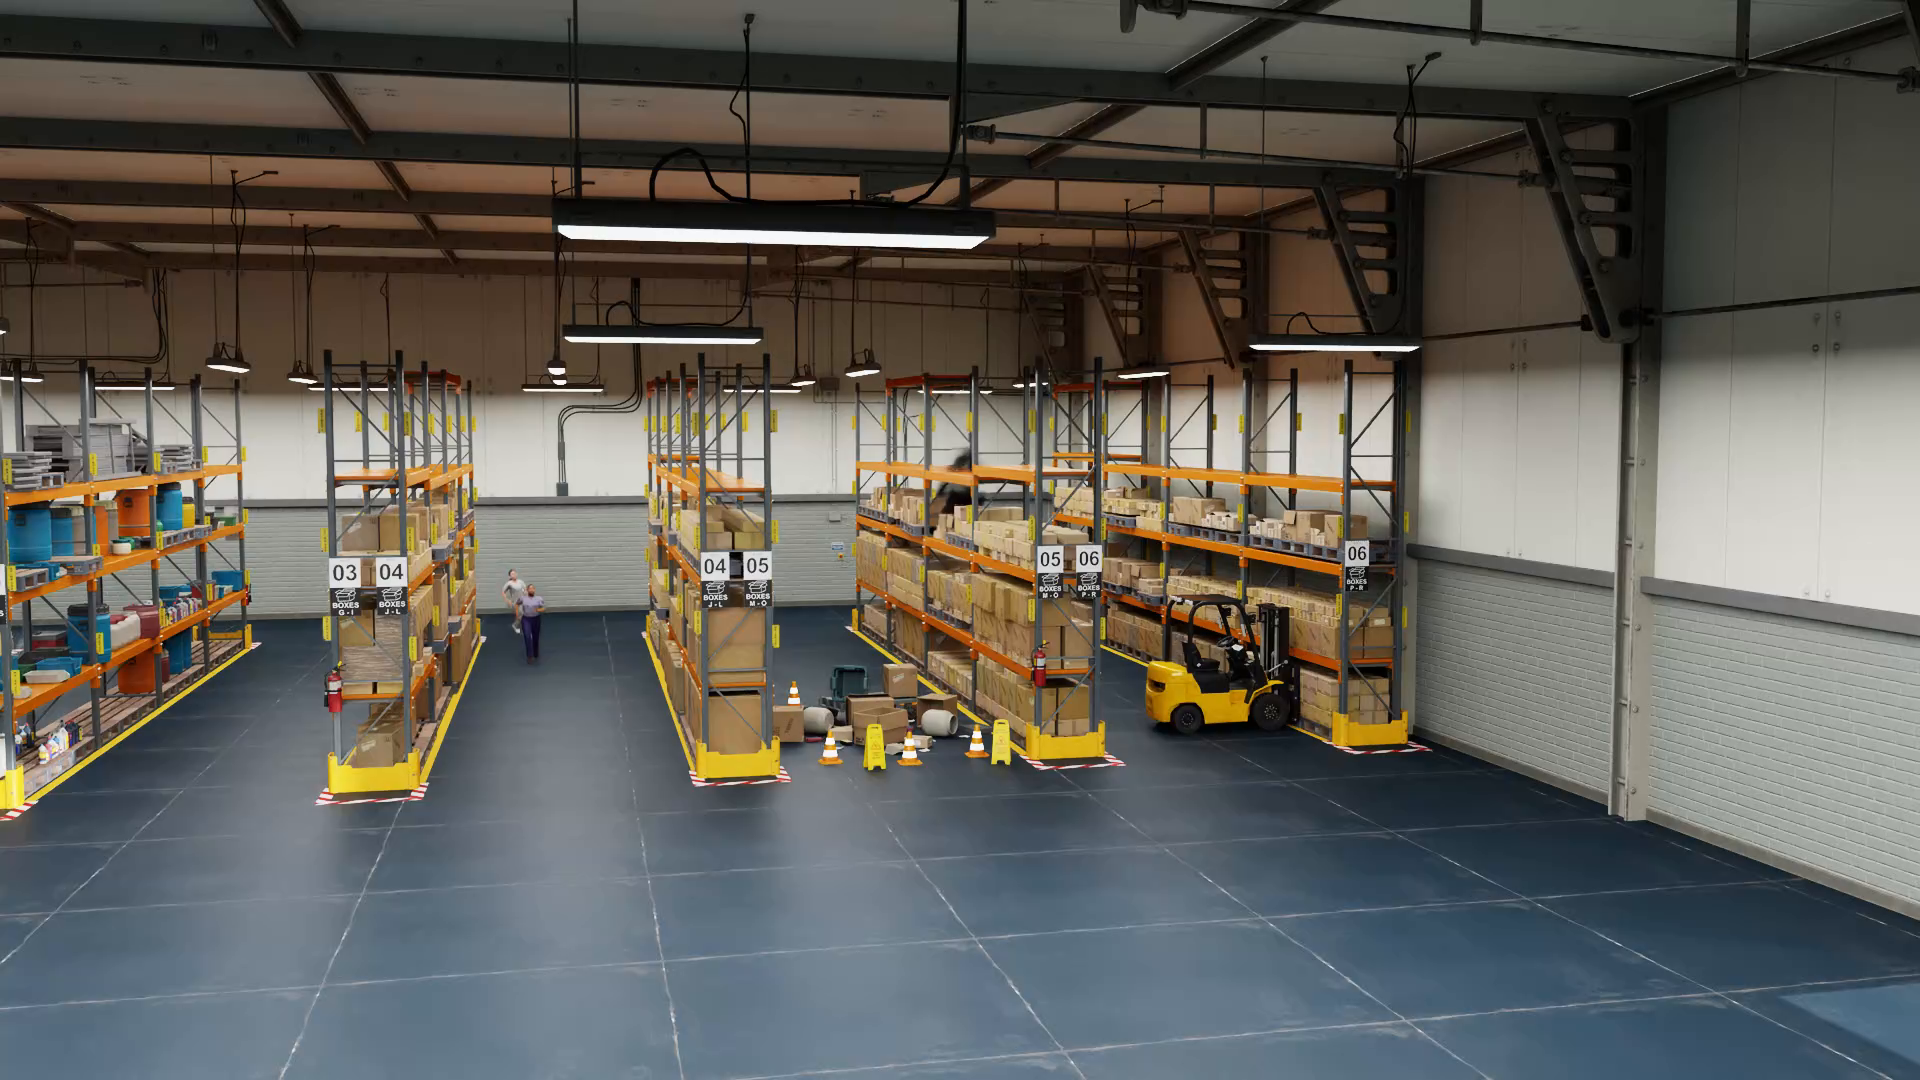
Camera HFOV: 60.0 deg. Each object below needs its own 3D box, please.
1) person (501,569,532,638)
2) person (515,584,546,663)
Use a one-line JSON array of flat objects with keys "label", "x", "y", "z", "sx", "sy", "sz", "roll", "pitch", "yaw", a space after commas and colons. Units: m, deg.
[{"label": "person", "x": -10.330, "y": 1.487, "z": 38.890, "sx": 0.858, "sy": 1.613, "sz": 0.620, "roll": 3, "pitch": 5, "yaw": 34}, {"label": "person", "x": -9.015, "y": 1.735, "z": 34.972, "sx": 0.618, "sy": 1.598, "sz": 0.999, "roll": -1, "pitch": 4, "yaw": -20}]
